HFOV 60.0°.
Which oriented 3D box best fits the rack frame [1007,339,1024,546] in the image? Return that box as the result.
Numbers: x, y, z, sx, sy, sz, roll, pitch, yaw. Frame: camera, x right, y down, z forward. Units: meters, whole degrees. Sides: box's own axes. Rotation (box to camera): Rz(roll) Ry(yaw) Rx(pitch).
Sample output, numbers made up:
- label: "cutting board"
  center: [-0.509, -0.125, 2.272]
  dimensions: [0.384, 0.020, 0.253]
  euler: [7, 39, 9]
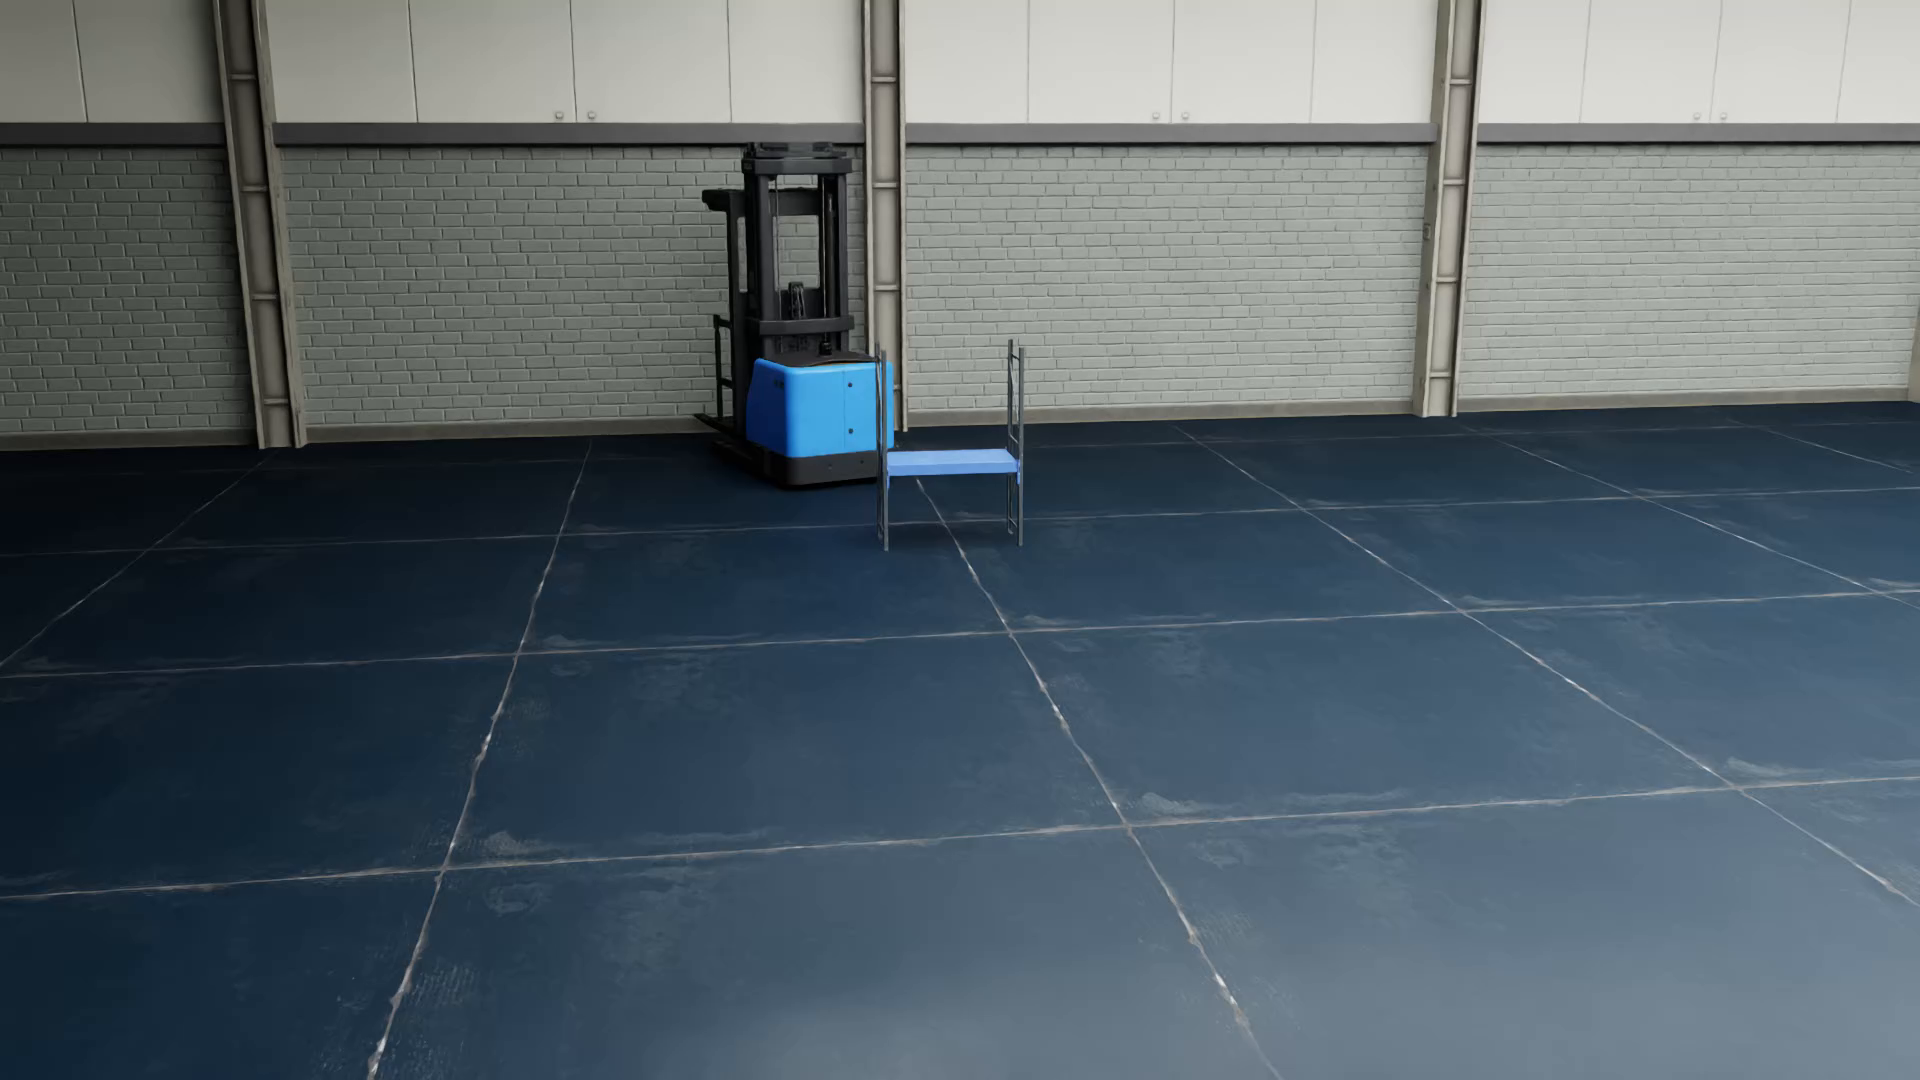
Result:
- label: "rack frame"
  center: [0.418, -0.743, 12.601]
  dimensions: [0.032, 1.500, 0.500]
  euler: [-2, 14, -8]

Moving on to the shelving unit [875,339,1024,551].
- label: "shelving unit"
  center: [-0.084, -0.724, 12.527]
  dimensions: [1.048, 1.500, 0.538]
  euler: [-2, 14, -8]

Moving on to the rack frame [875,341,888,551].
- label: "rack frame"
  center: [-0.587, -0.706, 12.454]
  dimensions: [0.032, 1.500, 0.500]
  euler: [-2, 14, -8]

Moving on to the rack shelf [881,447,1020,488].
- label: "rack shelf"
  center: [-0.084, -0.550, 12.571]
  dimensions: [1.000, 0.185, 0.538]
  euler: [-2, 14, -8]

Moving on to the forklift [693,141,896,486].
- label: "forklift"
  center: [-1.706, -2.201, 15.474]
  dimensions: [1.130, 2.935, 3.031]
  euler: [-7, 16, -27]

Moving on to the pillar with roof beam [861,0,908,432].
- label: "pillar with roof beam"
  center: [-0.116, -4.479, 12.084]
  dimensions: [0.400, 9.000, 9.100]
  euler: [-2, 14, -8]

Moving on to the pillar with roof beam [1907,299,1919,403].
- label: "pillar with roof beam"
  center: [11.751, -4.914, 13.818]
  dimensions: [0.400, 9.000, 9.100]
  euler: [-2, 14, -8]

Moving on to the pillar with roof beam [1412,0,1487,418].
- label: "pillar with roof beam"
  center: [5.817, -4.697, 12.951]
  dimensions: [0.400, 9.000, 9.100]
  euler: [-2, 14, -8]

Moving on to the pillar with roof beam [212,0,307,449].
- label: "pillar with roof beam"
  center: [-6.049, -4.262, 11.217]
  dimensions: [0.400, 9.000, 9.100]
  euler: [-2, 14, -8]
